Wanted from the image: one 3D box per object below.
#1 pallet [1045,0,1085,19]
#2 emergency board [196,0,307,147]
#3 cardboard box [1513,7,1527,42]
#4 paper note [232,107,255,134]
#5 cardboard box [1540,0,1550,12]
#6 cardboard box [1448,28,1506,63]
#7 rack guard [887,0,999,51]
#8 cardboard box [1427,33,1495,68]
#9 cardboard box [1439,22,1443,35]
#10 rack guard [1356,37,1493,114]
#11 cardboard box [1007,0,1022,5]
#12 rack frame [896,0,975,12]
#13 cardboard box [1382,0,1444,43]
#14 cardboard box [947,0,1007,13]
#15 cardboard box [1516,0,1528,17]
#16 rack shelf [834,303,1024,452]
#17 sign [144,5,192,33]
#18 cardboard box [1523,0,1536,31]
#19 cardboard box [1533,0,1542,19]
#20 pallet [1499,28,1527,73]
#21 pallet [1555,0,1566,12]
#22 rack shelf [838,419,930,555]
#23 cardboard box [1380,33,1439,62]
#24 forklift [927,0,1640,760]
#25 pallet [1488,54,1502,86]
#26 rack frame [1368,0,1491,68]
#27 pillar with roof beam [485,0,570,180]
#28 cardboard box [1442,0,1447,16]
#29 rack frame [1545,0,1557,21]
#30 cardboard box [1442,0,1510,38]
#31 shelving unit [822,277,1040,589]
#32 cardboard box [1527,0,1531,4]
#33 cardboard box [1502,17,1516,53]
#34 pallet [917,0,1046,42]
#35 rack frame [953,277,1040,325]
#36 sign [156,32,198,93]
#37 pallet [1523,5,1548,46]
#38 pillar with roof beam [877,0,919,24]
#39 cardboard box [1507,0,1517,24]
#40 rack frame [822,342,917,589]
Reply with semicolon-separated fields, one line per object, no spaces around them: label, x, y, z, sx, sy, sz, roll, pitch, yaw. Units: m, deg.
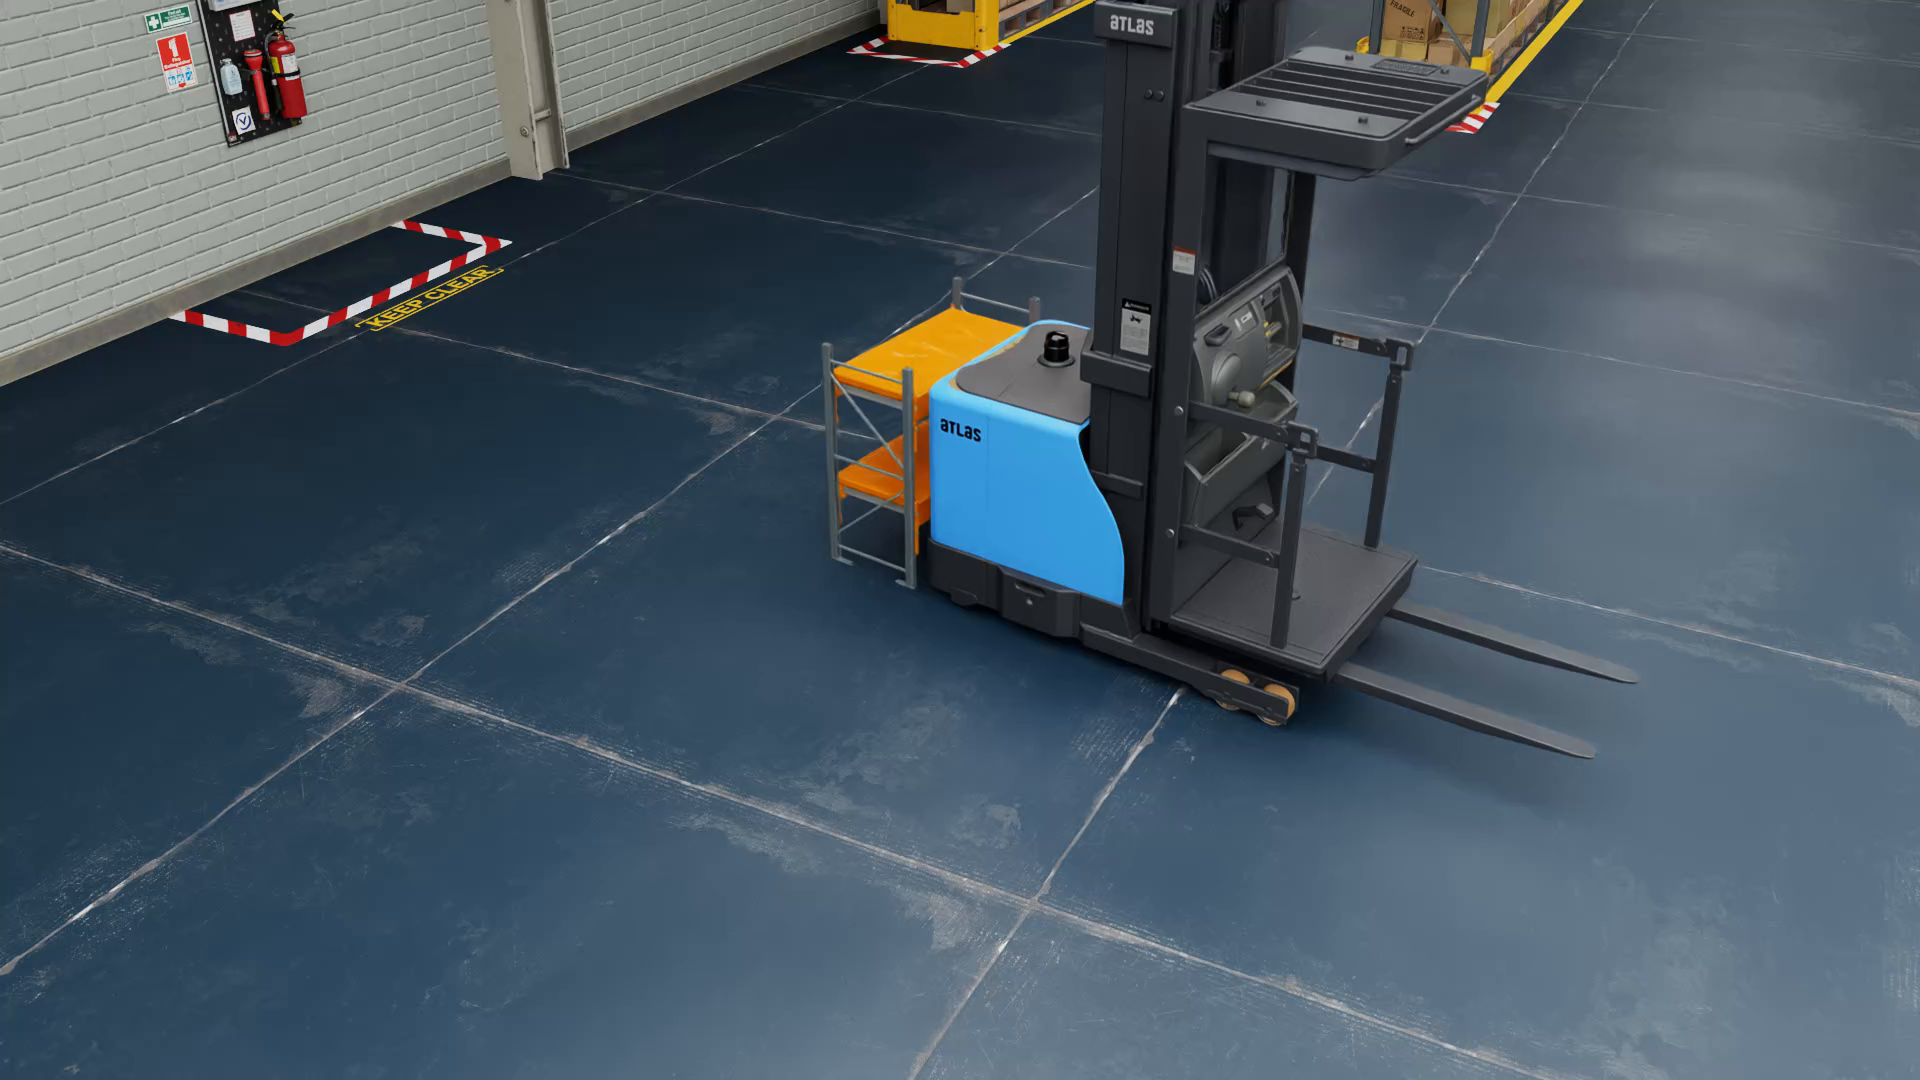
pallet;0.777;-6.155;18.757;1.003;0.211;1.213;14;33;23
emergency board;-4.560;-3.200;10.810;0.194;1.169;0.643;14;33;23
cardboard box;5.323;-5.159;16.562;0.500;0.250;0.500;14;33;23
paper note;-4.702;-2.755;10.920;0.016;0.148;0.142;14;33;23
cardboard box;6.001;-5.826;17.722;0.500;0.250;0.500;14;33;23
cardboard box;4.862;-4.717;15.792;0.500;0.250;0.500;14;33;23
rack guard;-0.181;-5.390;17.133;1.175;0.500;0.348;14;33;23
cardboard box;4.638;-4.495;15.404;0.500;0.250;0.500;14;33;23
cardboard box;4.394;-4.837;16.000;0.500;0.250;0.500;14;33;23
rack guard;4.185;-4.223;15.102;1.175;0.500;0.348;14;33;23
cardboard box;0.439;-6.004;17.951;0.500;0.311;0.500;17;34;27
rack frame;-0.216;-6.440;16.452;1.000;3.000;0.127;14;33;23
cardboard box;4.175;-4.938;15.423;0.500;0.500;0.500;14;33;23
cardboard box;0.179;-5.751;17.511;0.500;0.311;0.500;11;32;18
cardboard box;5.323;-5.484;16.374;0.500;0.500;0.500;14;33;23
rack shelf;-0.120;-0.792;7.912;0.538;0.278;1.000;20;35;30
sign;-4.894;-3.223;10.283;0.001;0.109;0.331;14;33;23
cardboard box;5.550;-5.381;16.948;0.500;0.250;0.500;14;33;23
cardboard box;5.764;-5.606;17.340;0.500;0.250;0.500;14;33;23
pallet;5.063;-4.996;16.738;1.003;0.211;1.213;14;33;23
pallet;6.319;-6.217;18.865;1.003;0.211;1.213;14;33;23
rack shelf;-0.120;-0.326;8.179;0.538;0.278;1.000;20;35;30
cardboard box;4.177;-4.612;15.609;0.500;0.250;0.500;14;33;23
forklift;1.353;-0.803;6.706;3.031;2.935;1.130;19;35;29
pallet;4.507;-4.457;15.799;1.003;0.211;1.213;14;33;23
rack frame;4.195;-5.318;14.498;1.000;3.000;0.127;14;33;23
pillar with roof beam;0.432;-5.911;9.508;9.100;9.000;0.400;14;33;23
cardboard box;4.617;-5.385;16.201;0.500;0.500;0.500;14;33;23
rack frame;6.018;-7.091;17.586;1.000;3.000;0.127;14;33;23
cardboard box;4.864;-5.042;15.604;0.500;0.500;0.500;14;33;23
shelving unit;-0.120;-0.538;8.058;0.538;1.125;1.048;20;35;30
cardboard box;5.538;-5.709;16.766;0.500;0.500;0.500;14;33;23
cardboard box;5.090;-4.939;16.178;0.500;0.250;0.500;14;33;23
pallet;0.220;-5.616;17.818;1.003;0.211;1.213;14;33;23
rack frame;0.176;-0.744;8.416;0.500;1.125;0.032;20;35;30
sign;-4.904;-2.993;10.415;0.001;0.329;0.234;14;33;23
pallet;5.618;-5.539;17.683;1.003;0.211;1.213;14;33;23
pillar with roof beam;3.165;-8.571;14.140;9.100;9.000;0.400;14;33;23
cardboard box;5.080;-5.267;15.995;0.500;0.500;0.500;14;33;23
rack frame;-0.416;-0.332;7.699;0.500;1.125;0.032;20;35;30
